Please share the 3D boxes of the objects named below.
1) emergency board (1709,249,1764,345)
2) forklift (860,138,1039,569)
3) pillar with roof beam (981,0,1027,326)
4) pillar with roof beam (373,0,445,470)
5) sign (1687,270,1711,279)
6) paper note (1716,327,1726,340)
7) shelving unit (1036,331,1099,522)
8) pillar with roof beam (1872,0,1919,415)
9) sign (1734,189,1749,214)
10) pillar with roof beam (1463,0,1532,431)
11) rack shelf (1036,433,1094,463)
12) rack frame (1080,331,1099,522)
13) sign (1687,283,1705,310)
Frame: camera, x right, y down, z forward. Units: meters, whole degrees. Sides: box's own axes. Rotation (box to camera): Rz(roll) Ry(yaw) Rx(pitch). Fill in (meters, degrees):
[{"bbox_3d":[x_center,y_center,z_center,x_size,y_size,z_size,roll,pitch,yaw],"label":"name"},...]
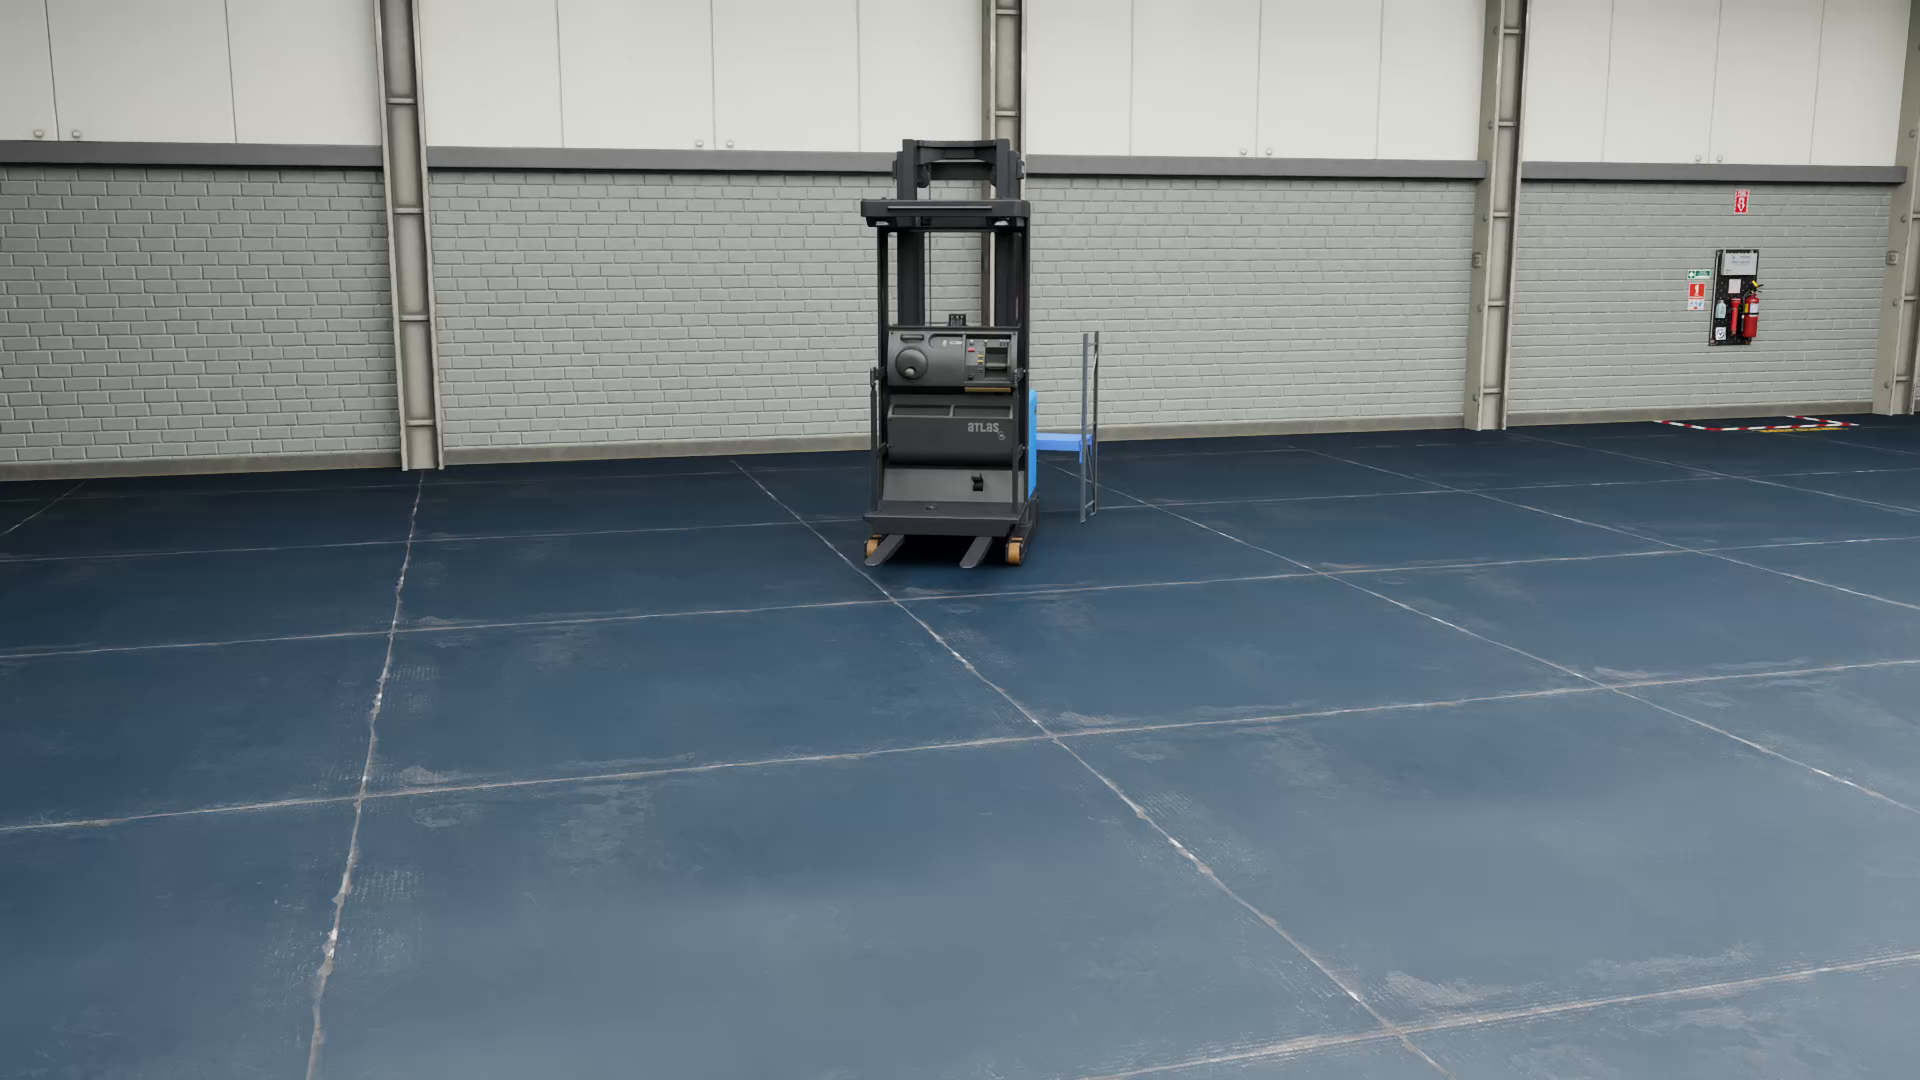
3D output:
[{"bbox_3d":[9.598,-2.983,20.464,0.643,1.169,0.194,-3,11,-16],"label":"emergency board"},{"bbox_3d":[-0.077,-1.329,11.671,1.130,2.935,3.031,1,11,7],"label":"forklift"},{"bbox_3d":[1.663,-4.696,13.200,0.400,9.000,9.100,-3,11,-16],"label":"pillar with roof beam"},{"bbox_3d":[-4.098,-4.392,11.551,0.400,9.000,9.100,-3,11,-16],"label":"pillar with roof beam"},{"bbox_3d":[9.045,-3.250,20.351,0.331,0.109,0.001,-3,11,-16],"label":"sign"},{"bbox_3d":[9.409,-2.553,20.560,0.142,0.148,0.016,-3,11,-16],"label":"paper note"},{"bbox_3d":[0.556,-0.946,13.524,1.048,1.500,0.538,3,10,16],"label":"shelving unit"},{"bbox_3d":[13.185,-5.303,16.499,0.400,9.000,9.100,-3,11,-16],"label":"pillar with roof beam"},{"bbox_3d":[9.562,-4.140,20.346,0.199,0.298,0.001,-3,11,-16],"label":"sign"},{"bbox_3d":[7.424,-5.000,14.849,0.400,9.000,9.100,-3,11,-16],"label":"pillar with roof beam"},{"bbox_3d":[0.555,-0.769,13.555,1.000,0.185,0.538,3,10,16],"label":"rack shelf"},{"bbox_3d":[1.045,-0.921,13.388,0.032,1.500,0.500,3,10,16],"label":"rack frame"},{"bbox_3d":[9.038,-2.990,20.406,0.234,0.329,0.001,-3,11,-16],"label":"sign"}]
